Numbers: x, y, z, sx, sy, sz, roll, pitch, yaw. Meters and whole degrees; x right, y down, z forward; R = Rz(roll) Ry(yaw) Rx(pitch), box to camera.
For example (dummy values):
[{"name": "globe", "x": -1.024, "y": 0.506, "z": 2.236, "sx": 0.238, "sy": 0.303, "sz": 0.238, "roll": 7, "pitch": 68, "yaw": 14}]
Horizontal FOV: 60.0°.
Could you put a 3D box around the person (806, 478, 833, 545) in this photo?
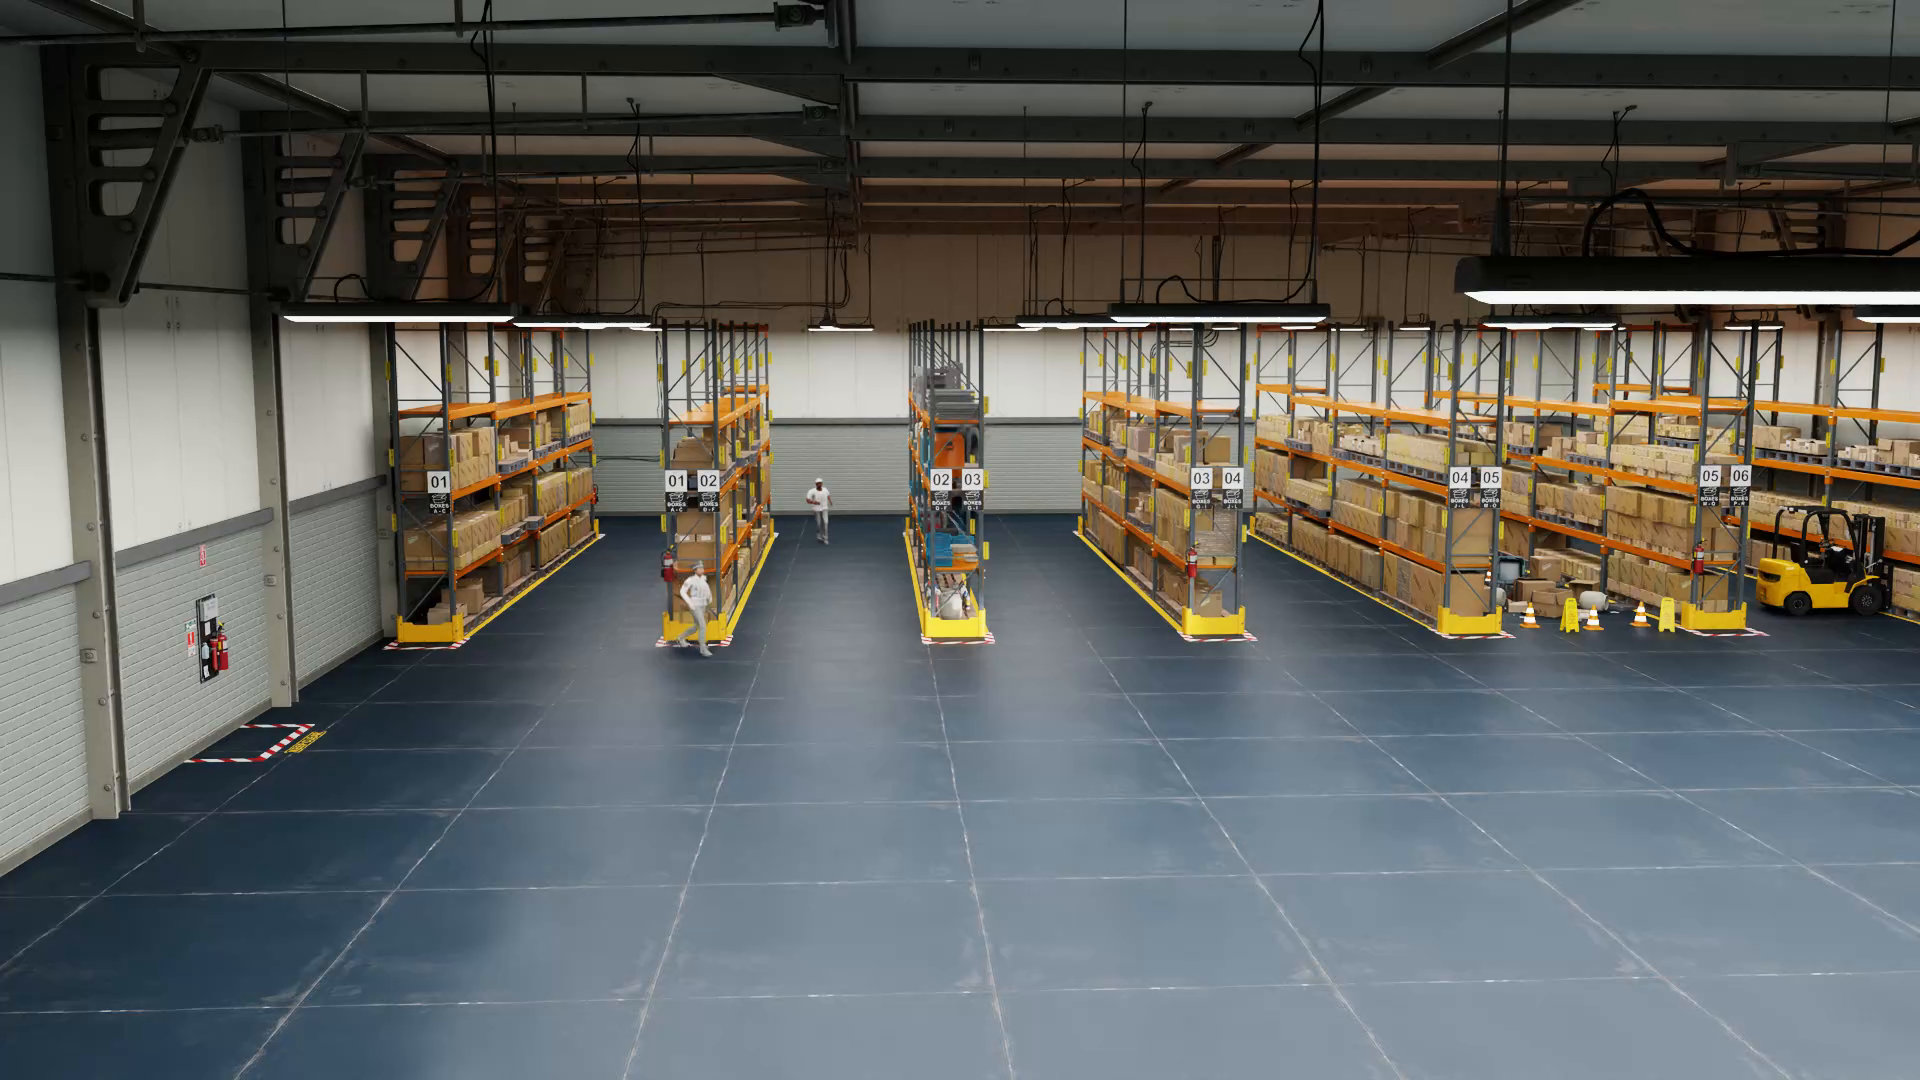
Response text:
[{"name": "person", "x": -3.864, "y": -0.791, "z": 45.716, "sx": 0.738, "sy": 1.831, "sz": 0.808, "roll": -3, "pitch": 8, "yaw": -22}]

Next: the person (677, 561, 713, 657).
[{"name": "person", "x": -4.724, "y": 1.202, "z": 29.831, "sx": 0.802, "sy": 1.707, "sz": 0.630, "roll": 4, "pitch": 8, "yaw": 30}]
